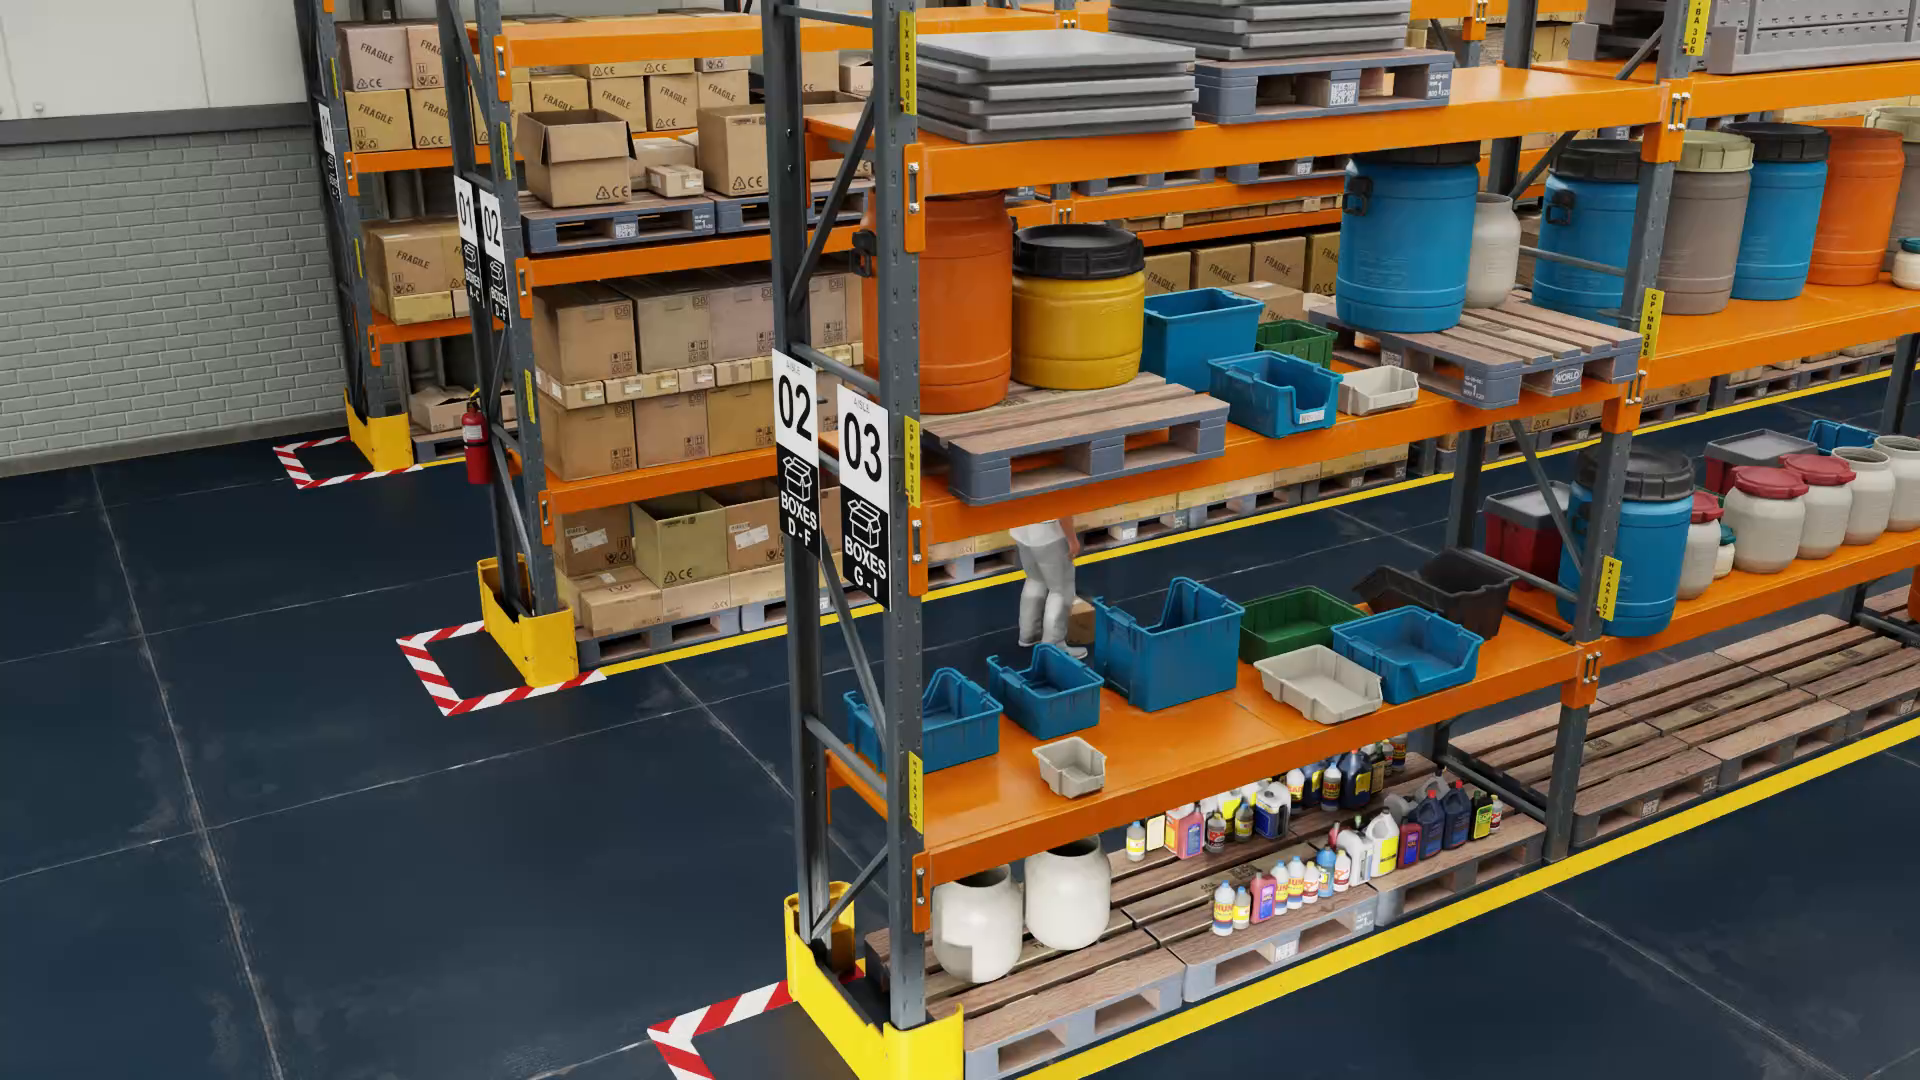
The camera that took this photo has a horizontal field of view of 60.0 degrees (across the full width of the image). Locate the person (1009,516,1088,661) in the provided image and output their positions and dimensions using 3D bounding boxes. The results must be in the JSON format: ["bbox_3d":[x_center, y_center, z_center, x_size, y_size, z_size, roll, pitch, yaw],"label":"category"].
[{"bbox_3d":[0.570,-0.050,11.202,0.443,1.749,0.574,-13,25,-30],"label":"person"}]
